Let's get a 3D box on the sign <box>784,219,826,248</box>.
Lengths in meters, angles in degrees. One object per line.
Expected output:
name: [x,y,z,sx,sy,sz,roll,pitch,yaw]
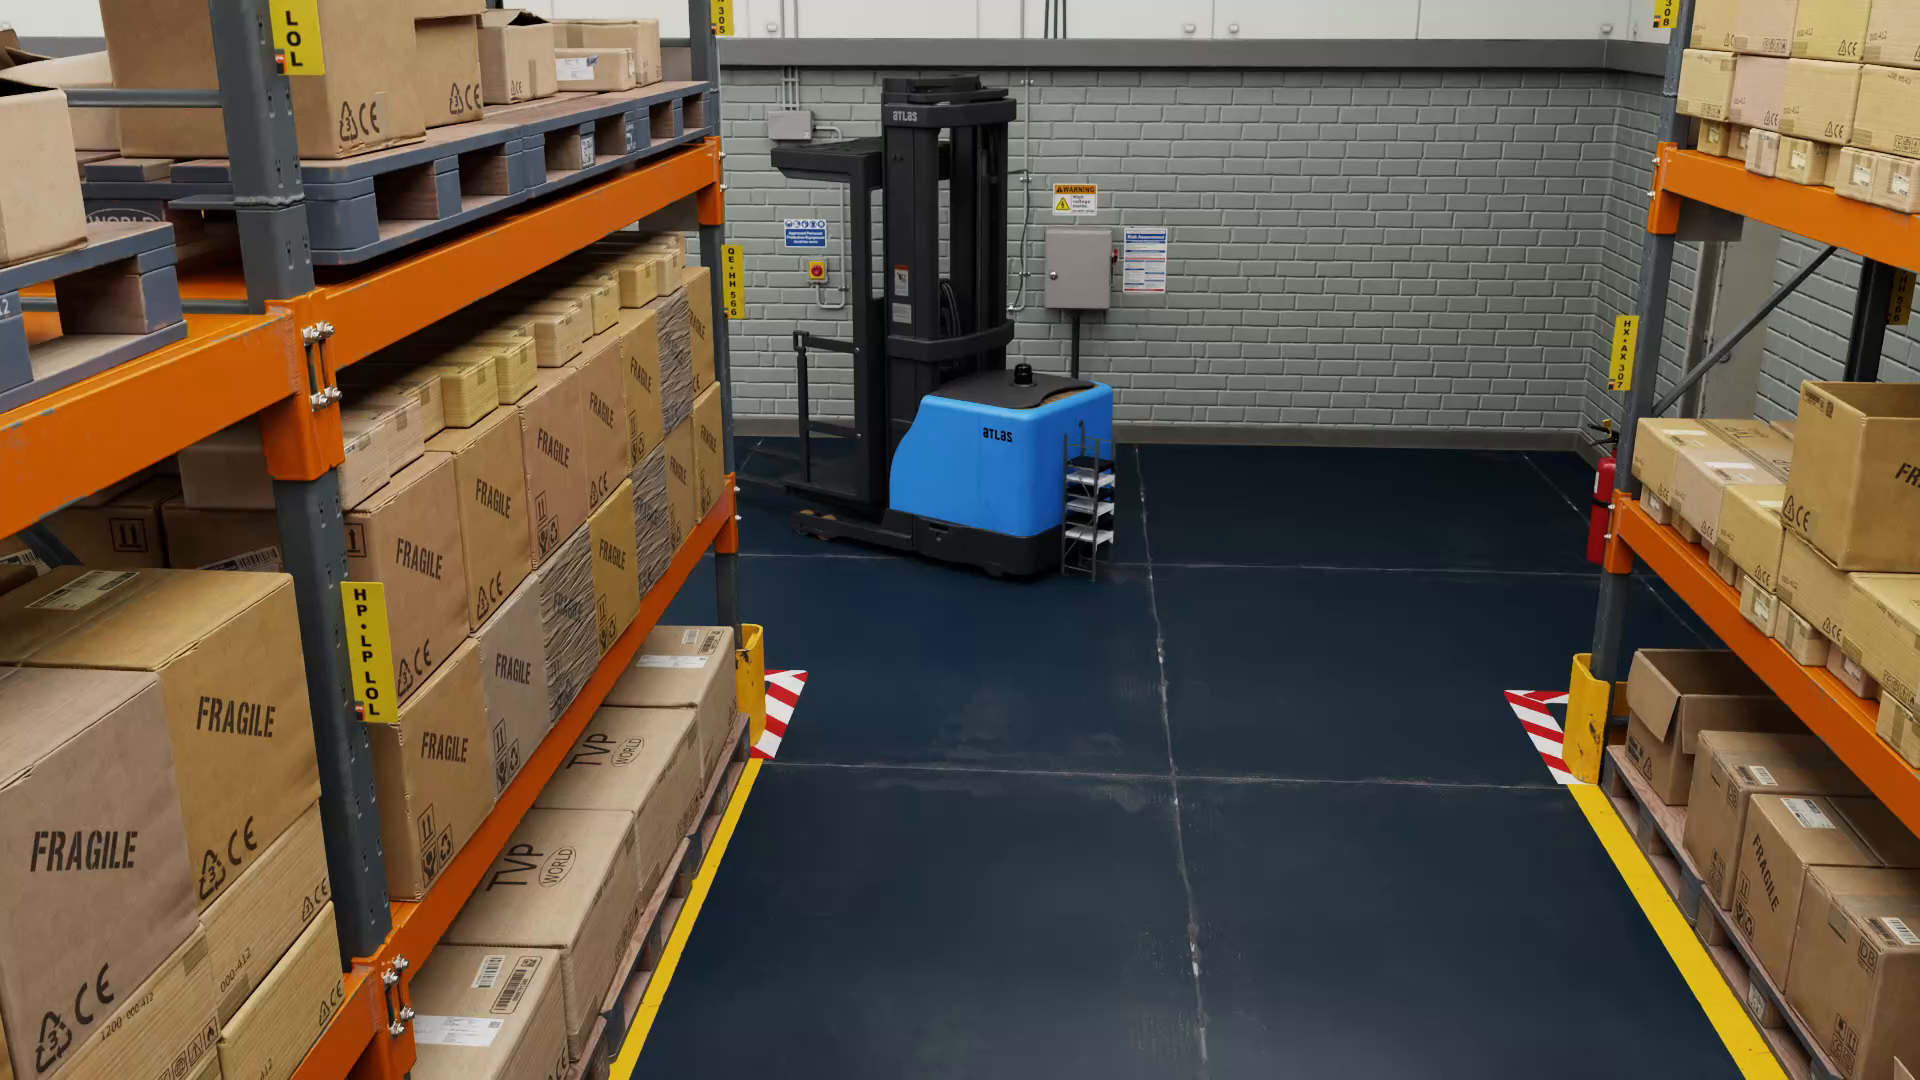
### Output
sign: [-1.207,-2.393,12.975,0.327,0.218,0.001,1,18,4]

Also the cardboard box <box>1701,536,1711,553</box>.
cardboard box: [3.154,-0.005,6.525,0.380,0.149,0.250,1,18,3]

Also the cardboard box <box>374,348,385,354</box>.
cardboard box: [-1.971,-0.580,5.067,0.380,0.149,0.250,1,18,3]

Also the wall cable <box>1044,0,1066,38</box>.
wall cable: [2.109,-5.043,11.801,2.988,3.039,0.133,1,18,4]

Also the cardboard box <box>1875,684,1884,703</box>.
cardboard box: [3.049,0.473,5.066,0.380,0.149,0.250,2,18,5]

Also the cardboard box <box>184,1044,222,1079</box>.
cardboard box: [-1.649,1.124,2.916,0.500,0.250,0.500,1,18,3]

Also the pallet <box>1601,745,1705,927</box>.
pallet: [3.346,1.213,6.881,1.003,0.211,1.213,1,18,4]

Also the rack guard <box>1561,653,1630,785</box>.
rack guard: [3.402,0.828,7.592,1.175,0.500,0.348,1,18,4]

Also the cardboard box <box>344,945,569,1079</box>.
cardboard box: [-1.679,1.575,4.739,0.875,0.438,0.875,1,18,3]

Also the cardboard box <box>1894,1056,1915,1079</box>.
cardboard box: [2.893,1.668,4.730,0.396,0.266,0.258,2,18,6]

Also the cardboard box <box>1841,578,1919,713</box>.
cardboard box: [2.984,0.315,4.907,0.500,0.250,0.500,1,18,4]

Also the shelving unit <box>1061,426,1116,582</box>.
shelving unit: [0.783,-0.218,10.142,0.258,0.900,0.210,12,22,33]

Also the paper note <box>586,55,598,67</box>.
paper note: [-1.114,-1.454,5.046,0.006,0.032,0.123,1,18,4]

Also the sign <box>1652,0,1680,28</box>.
sign: [2.866,-2.236,6.708,0.100,0.325,0.005,1,18,4]

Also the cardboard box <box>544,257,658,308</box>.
cardboard box: [-1.358,-0.969,6.255,0.380,0.149,0.250,2,18,5]

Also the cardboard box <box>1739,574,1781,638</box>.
cardboard box: [2.968,0.231,5.803,0.380,0.149,0.250,1,18,2]

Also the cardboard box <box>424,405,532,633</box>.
cardboard box: [-1.512,-0.072,4.560,0.500,0.500,0.500,1,18,3]

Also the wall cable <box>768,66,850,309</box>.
wall cable: [-1.163,-2.742,12.792,0.585,1.953,0.123,1,18,4]

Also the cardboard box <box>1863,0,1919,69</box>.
cardboard box: [3.021,-1.512,4.862,0.500,0.250,0.500,2,18,5]

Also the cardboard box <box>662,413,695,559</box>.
cardboard box: [-1.365,-0.229,6.644,0.500,0.500,0.500,1,18,3]

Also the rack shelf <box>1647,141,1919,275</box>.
rack shelf: [3.264,-0.845,5.024,1.077,0.370,4.000,1,18,4]

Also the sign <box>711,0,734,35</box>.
sign: [-1.004,-2.285,6.967,0.100,0.325,0.005,1,18,4]

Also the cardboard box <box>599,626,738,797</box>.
cardboard box: [-1.491,0.733,7.311,0.875,0.438,0.875,1,18,2]

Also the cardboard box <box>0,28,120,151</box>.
cardboard box: [-2.104,-1.065,3.918,0.396,0.266,0.258,2,18,6]

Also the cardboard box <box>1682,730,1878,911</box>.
cardboard box: [3.169,1.058,6.218,0.700,0.500,0.500,2,18,6]

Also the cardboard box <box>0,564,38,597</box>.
cardboard box: [-2.149,0.357,3.249,0.500,0.500,0.500,1,18,5]

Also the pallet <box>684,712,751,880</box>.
pallet: [-1.523,1.083,7.280,1.003,0.211,1.213,1,18,4]

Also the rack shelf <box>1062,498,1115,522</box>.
rack shelf: [0.783,-0.186,10.152,0.258,0.077,0.200,12,22,33]

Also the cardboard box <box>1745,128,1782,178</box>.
cardboard box: [3.004,-1.359,5.839,0.380,0.149,0.250,2,18,5]

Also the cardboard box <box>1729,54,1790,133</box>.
cardboard box: [3.087,-1.589,5.900,0.500,0.250,0.500,2,18,5]

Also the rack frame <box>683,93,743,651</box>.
rack frame: [-1.544,-0.493,7.609,1.000,3.000,0.127,1,18,4]

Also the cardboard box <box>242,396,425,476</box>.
cardboard box: [-1.547,-0.253,4.071,0.380,0.149,0.250,2,18,5]

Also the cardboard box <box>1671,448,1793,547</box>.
cardboard box: [3.070,-0.162,6.362,0.500,0.250,0.500,1,18,5]

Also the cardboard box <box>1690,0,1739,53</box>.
cardboard box: [3.125,-1.984,6.303,0.500,0.250,0.500,1,18,3]

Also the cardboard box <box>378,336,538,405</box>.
cardboard box: [-1.444,-0.492,4.798,0.380,0.149,0.250,1,18,2]

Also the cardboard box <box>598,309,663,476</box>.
cardboard box: [-1.388,-0.544,5.999,0.500,0.500,0.500,1,18,4]

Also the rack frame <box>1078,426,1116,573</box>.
rack frame: [0.841,-0.244,10.221,0.240,0.900,0.006,12,22,33]

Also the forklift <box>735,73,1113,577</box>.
forklift: [-0.508,-1.509,10.821,3.031,2.935,1.130,13,22,34]

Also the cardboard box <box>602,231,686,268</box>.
cardboard box: [-1.370,-1.208,6.983,0.380,0.149,0.250,2,18,5]

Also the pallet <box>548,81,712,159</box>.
pallet: [-1.587,-1.645,6.452,1.003,0.211,1.213,1,18,4]

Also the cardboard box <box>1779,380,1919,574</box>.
cardboard box: [2.999,-0.209,5.302,0.500,0.500,0.500,2,18,5]

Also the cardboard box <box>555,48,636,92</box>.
cardboard box: [-1.437,-1.772,6.265,0.380,0.149,0.250,0,18,0]

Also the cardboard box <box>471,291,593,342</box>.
cardboard box: [-1.444,-0.729,5.523,0.380,0.149,0.250,2,18,6]

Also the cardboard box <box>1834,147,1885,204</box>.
cardboard box: [2.946,-1.121,5.114,0.380,0.149,0.250,1,18,4]

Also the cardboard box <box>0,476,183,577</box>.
cardboard box: [-2.072,0.074,4.113,0.500,0.500,0.500,1,18,3]

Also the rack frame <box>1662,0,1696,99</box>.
rack frame: [3.407,-3.234,6.341,1.000,3.000,0.127,1,18,4]

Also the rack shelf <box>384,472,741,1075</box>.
rack shelf: [-1.687,0.470,5.826,1.077,0.370,4.000,1,18,4]

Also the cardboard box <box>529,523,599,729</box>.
cardboard box: [-1.454,0.252,5.177,0.500,0.500,0.500,1,18,4]

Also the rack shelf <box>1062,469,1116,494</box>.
rack shelf: [0.783,-0.357,10.096,0.258,0.077,0.200,12,22,33]
